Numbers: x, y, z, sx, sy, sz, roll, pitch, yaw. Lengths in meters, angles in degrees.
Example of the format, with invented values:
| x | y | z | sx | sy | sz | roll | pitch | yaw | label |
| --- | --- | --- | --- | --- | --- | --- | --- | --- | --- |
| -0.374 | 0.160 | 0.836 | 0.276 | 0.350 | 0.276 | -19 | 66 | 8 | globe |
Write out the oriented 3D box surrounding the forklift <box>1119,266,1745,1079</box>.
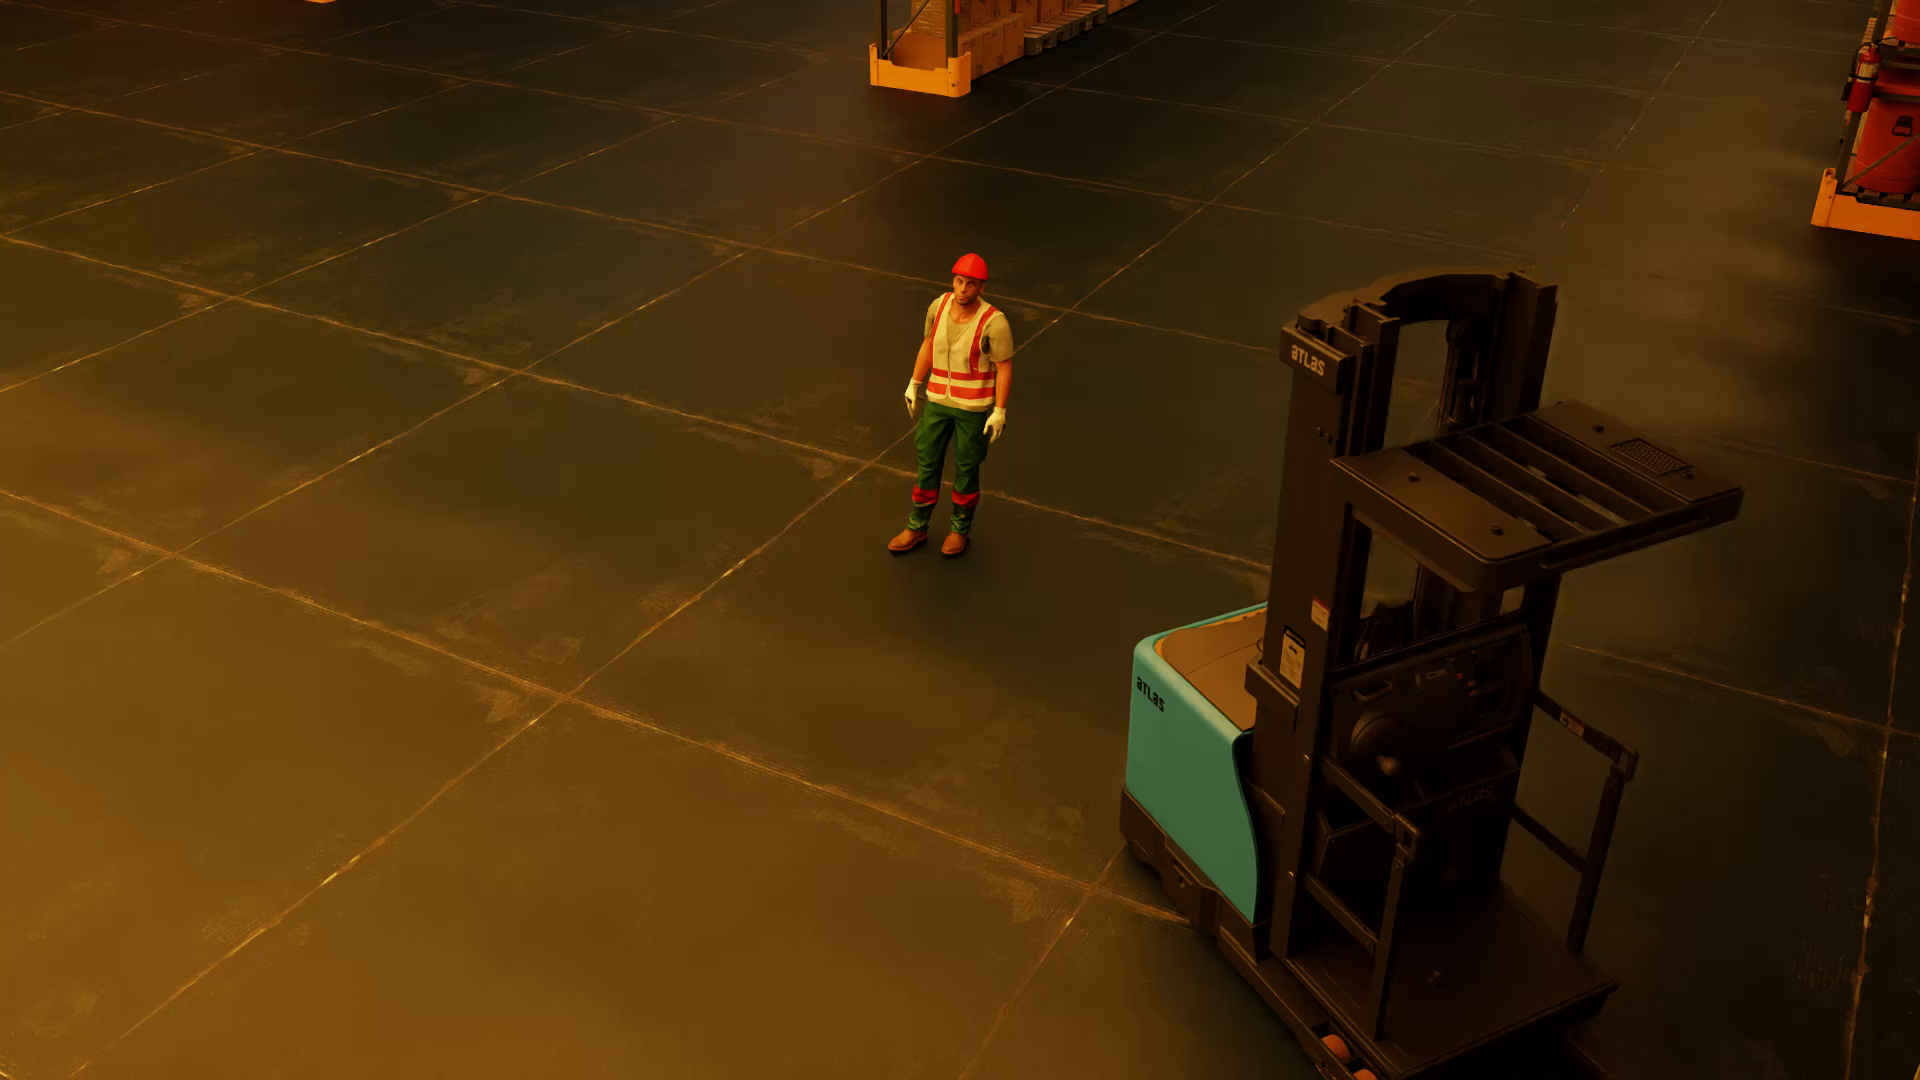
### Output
| x | y | z | sx | sy | sz | roll | pitch | yaw | label |
| --- | --- | --- | --- | --- | --- | --- | --- | --- | --- |
| 1.839 | 0.637 | 5.966 | 1.130 | 2.935 | 3.031 | -14 | 33 | -23 | forklift |

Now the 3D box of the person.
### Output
| x | y | z | sx | sy | sz | roll | pitch | yaw | label |
| --- | --- | --- | --- | --- | --- | --- | --- | --- | --- |
| -0.048 | -0.748 | 9.495 | 0.638 | 1.789 | 0.562 | 15 | 33 | 25 | person |
